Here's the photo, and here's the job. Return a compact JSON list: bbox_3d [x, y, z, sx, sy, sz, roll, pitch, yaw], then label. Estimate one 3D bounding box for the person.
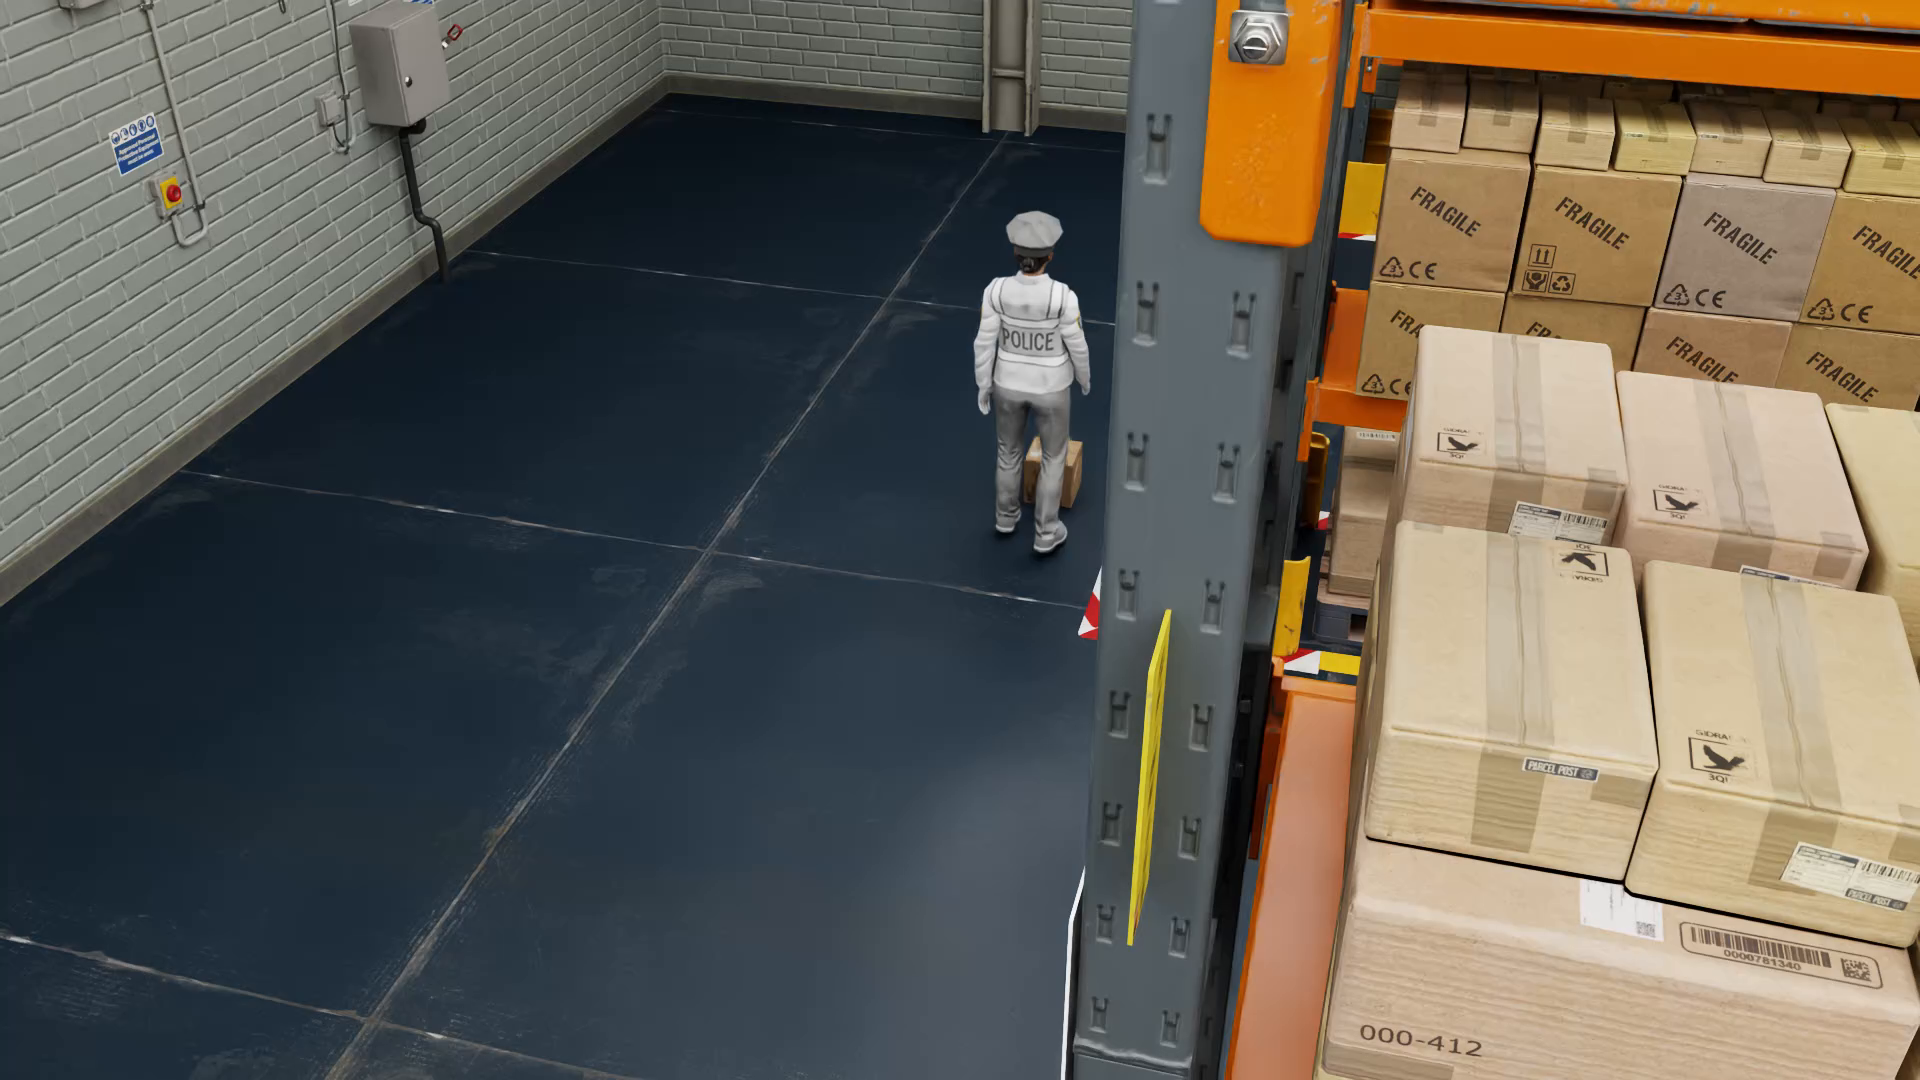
[{"bbox_3d":[0.345,-0.727,7.726,0.519,1.691,0.459,9,34,14],"label":"person"}]
